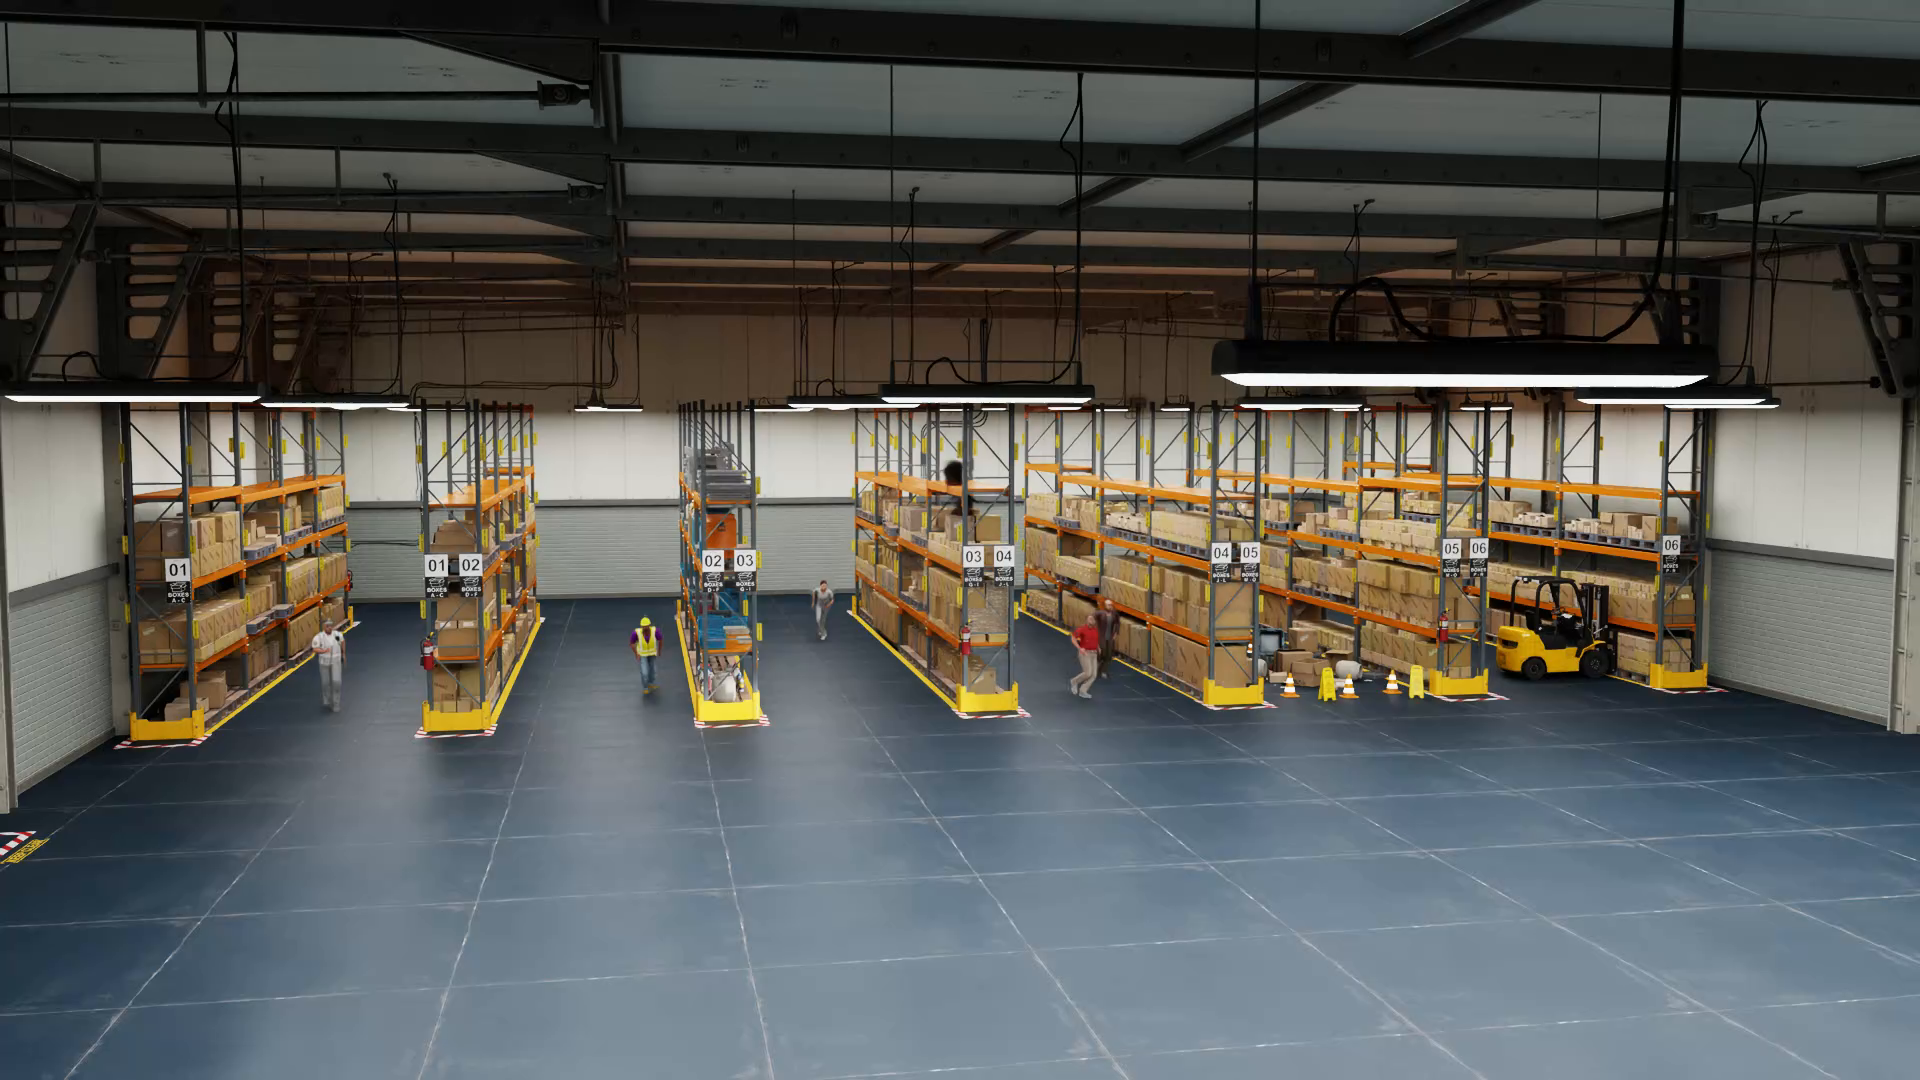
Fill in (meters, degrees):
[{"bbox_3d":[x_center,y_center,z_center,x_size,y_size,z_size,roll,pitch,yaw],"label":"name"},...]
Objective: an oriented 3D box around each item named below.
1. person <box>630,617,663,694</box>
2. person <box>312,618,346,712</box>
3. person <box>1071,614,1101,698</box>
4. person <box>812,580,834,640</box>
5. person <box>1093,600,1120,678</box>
[{"bbox_3d":[-6.414,2.350,34.053,0.715,1.620,0.915,-2,5,-28],"label":"person"},{"bbox_3d":[-12.211,2.417,32.199,0.612,1.846,0.875,-2,5,-23],"label":"person"},{"bbox_3d":[2.598,2.346,33.700,0.693,1.678,0.547,-4,6,-42],"label":"person"},{"bbox_3d":[-3.503,1.746,42.550,0.579,1.529,0.965,0,4,-4],"label":"person"},{"bbox_3d":[3.140,2.231,36.269,0.703,1.527,0.715,-2,5,-24],"label":"person"}]
